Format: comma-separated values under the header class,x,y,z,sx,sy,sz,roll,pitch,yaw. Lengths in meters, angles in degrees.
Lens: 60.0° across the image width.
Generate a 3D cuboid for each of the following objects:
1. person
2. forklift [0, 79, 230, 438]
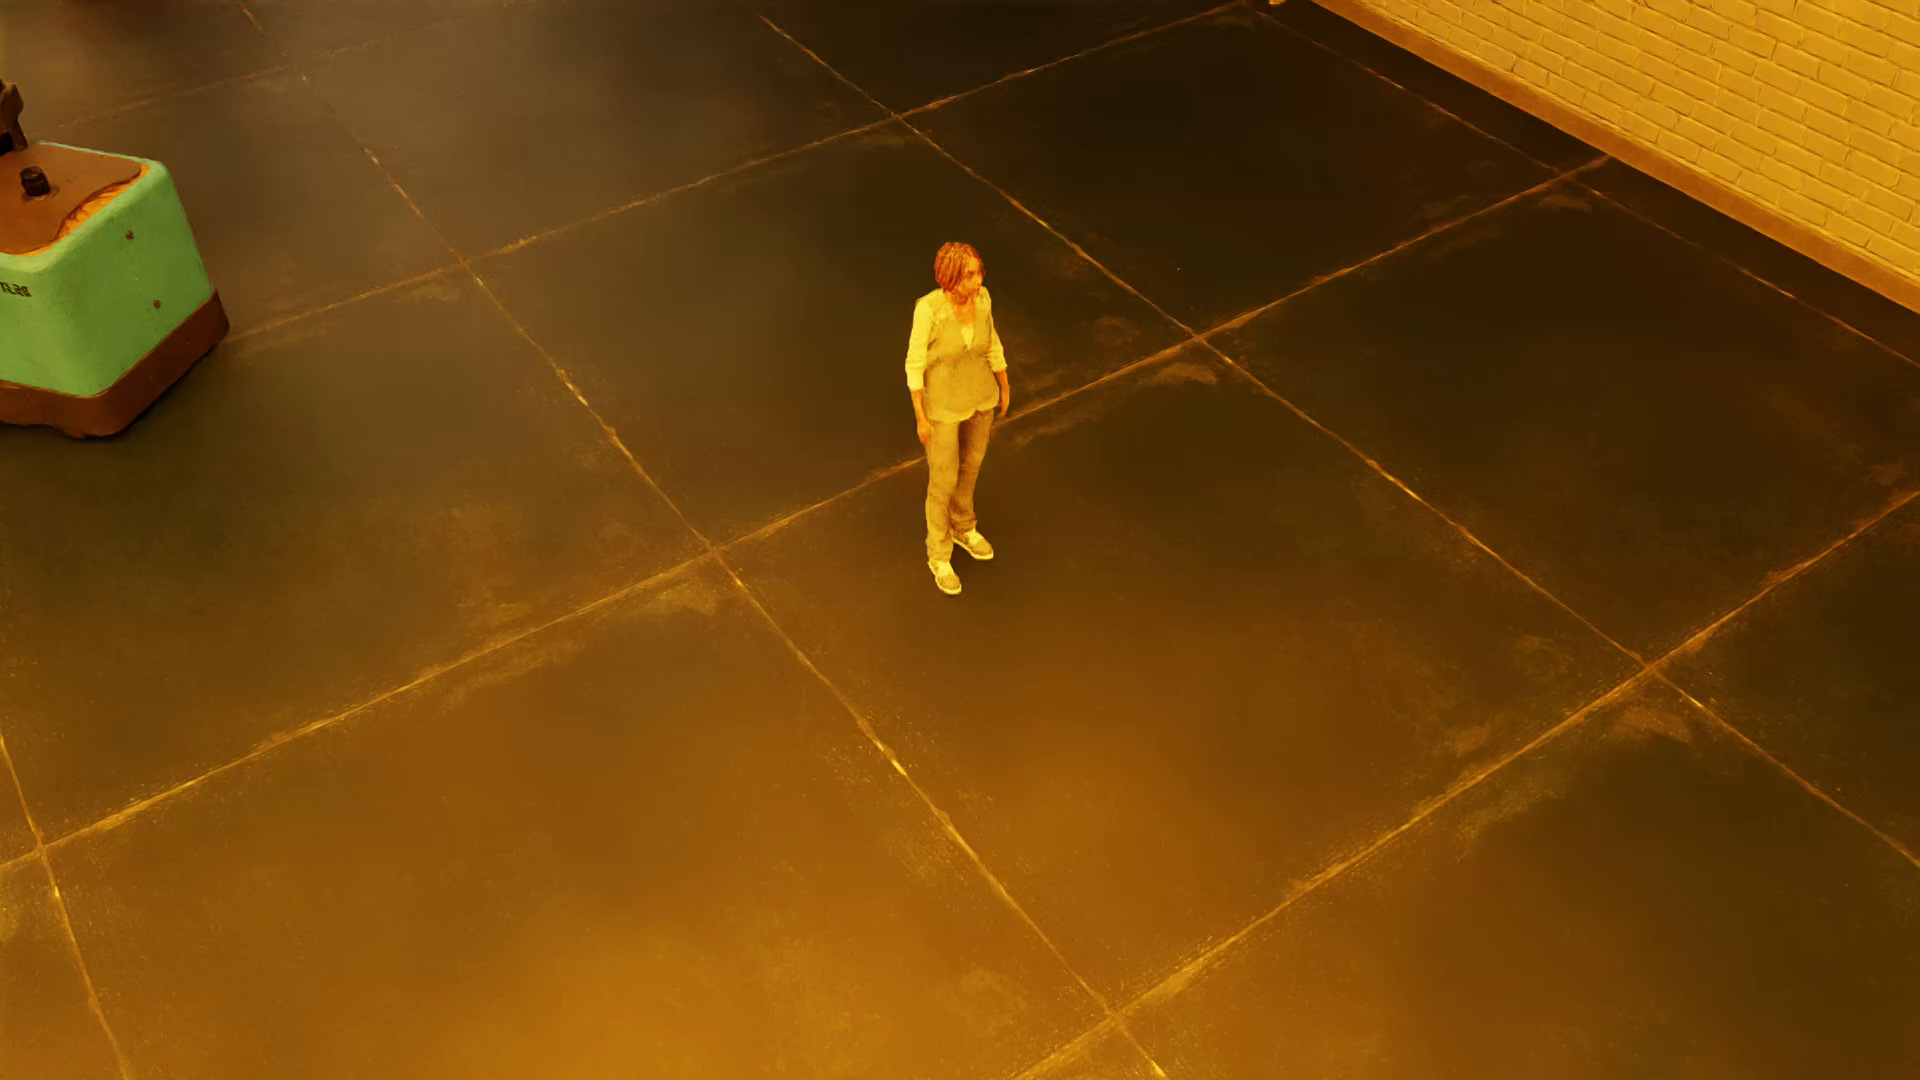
class,x,y,z,sx,sy,sz,roll,pitch,yaw
person,0.031,-0.546,7.282,0.521,1.597,0.474,-25,48,-25
forklift,-5.536,-2.167,8.067,3.031,2.935,1.130,12,44,12
